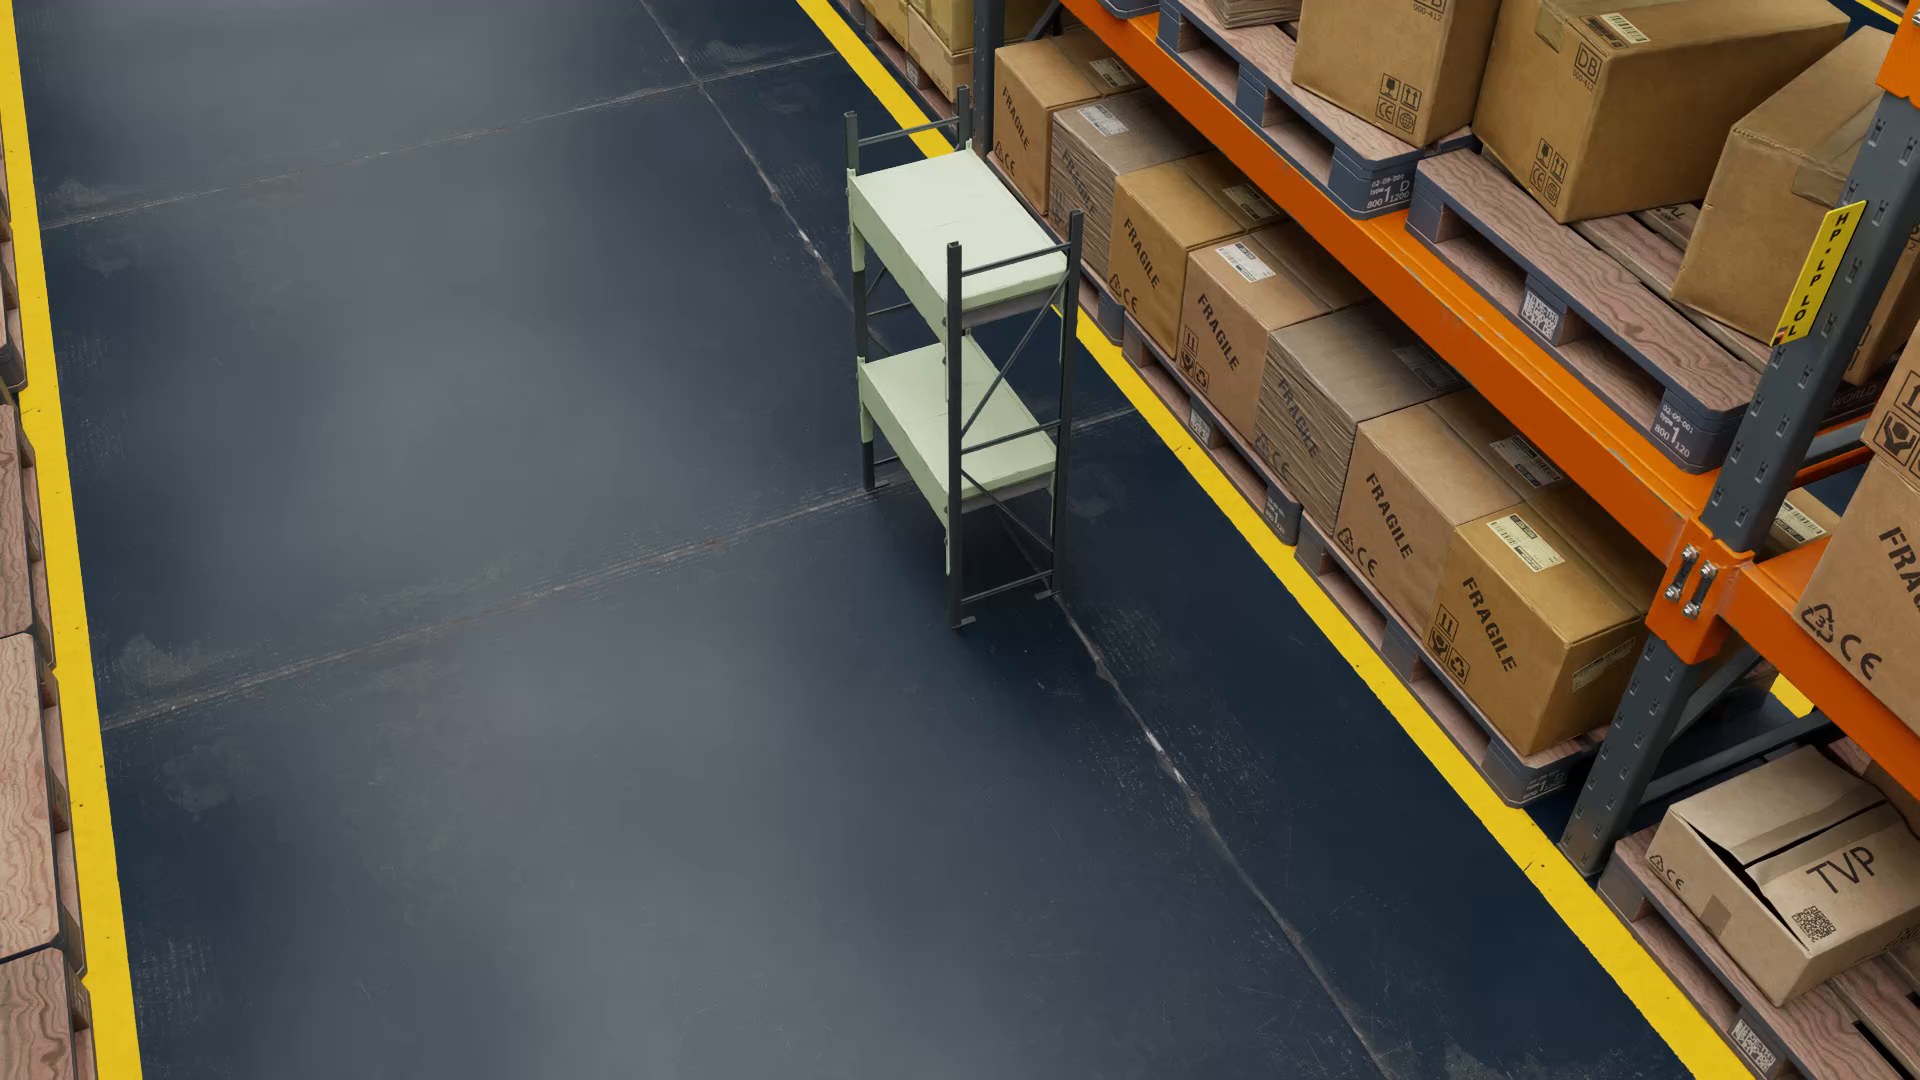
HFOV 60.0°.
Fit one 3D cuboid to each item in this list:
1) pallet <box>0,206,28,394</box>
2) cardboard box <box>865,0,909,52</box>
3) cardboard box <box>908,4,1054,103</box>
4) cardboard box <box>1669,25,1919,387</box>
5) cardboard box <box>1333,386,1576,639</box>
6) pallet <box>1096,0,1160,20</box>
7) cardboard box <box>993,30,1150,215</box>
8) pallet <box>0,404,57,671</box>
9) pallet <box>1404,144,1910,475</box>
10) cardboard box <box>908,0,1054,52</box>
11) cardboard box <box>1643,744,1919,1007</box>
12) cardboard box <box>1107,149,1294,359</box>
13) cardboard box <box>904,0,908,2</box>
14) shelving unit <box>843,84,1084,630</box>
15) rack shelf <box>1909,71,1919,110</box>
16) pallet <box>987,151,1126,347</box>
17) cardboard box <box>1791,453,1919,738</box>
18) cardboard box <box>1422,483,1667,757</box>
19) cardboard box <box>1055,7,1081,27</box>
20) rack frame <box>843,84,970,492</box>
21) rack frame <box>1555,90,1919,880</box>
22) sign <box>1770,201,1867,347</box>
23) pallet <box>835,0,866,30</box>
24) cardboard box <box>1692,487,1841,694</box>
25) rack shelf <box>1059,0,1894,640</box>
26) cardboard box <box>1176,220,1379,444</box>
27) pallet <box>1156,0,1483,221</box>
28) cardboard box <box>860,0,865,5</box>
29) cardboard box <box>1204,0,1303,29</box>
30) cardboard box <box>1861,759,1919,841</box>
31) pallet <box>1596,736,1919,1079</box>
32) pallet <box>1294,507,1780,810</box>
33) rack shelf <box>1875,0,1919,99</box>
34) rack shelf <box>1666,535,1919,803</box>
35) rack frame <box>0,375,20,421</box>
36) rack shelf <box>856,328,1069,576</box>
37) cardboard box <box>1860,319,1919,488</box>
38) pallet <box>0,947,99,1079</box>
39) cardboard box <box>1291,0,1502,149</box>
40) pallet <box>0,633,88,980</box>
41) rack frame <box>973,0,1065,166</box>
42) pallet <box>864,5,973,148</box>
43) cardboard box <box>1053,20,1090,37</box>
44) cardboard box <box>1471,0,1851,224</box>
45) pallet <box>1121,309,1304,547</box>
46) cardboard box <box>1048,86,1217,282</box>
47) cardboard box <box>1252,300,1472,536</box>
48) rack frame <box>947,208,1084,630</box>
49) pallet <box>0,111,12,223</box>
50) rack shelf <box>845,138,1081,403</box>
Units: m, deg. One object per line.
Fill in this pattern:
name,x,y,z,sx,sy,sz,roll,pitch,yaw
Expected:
pallet,-4.253,-0.883,6.495,1.003,0.211,1.213,-18,47,-17
cardboard box,-0.129,-2.592,7.900,0.500,0.250,0.500,-19,48,-18
cardboard box,0.091,-2.265,7.568,0.500,0.250,0.500,-17,47,-16
cardboard box,2.219,-0.835,4.090,0.700,0.500,0.500,-34,54,-30
cardboard box,1.547,-0.096,5.178,0.500,0.500,0.500,-18,47,-17
pallet,0.882,-2.351,6.134,1.213,0.211,1.003,-18,47,-17
cardboard box,0.465,-1.723,6.827,0.500,0.500,0.500,-16,47,-16
pallet,-3.593,0.112,5.486,1.003,0.211,1.213,-18,47,-17
pallet,1.978,-0.755,4.516,1.003,0.211,1.213,-18,47,-17
cardboard box,0.090,-2.462,7.369,0.500,0.311,0.500,-17,47,-16
cardboard box,2.195,0.850,4.354,0.500,0.311,0.500,-18,47,-17
cardboard box,0.897,-1.070,6.165,0.500,0.500,0.500,-19,48,-18
cardboard box,-0.135,-2.792,7.703,0.500,0.311,0.500,-19,48,-18
shelving unit,-0.003,-0.538,5.228,0.431,1.500,0.755,-18,47,-17
rack shelf,3.056,0.181,1.807,1.077,0.370,4.000,-18,47,-17
pallet,0.813,-1.351,6.969,1.003,0.211,1.213,-18,47,-17
cardboard box,2.182,0.088,3.454,0.500,0.500,0.500,-17,47,-16
cardboard box,1.748,0.222,4.856,0.500,0.500,0.500,-18,47,-18
cardboard box,0.579,-2.622,7.531,0.500,0.311,0.500,-17,47,-16
rack frame,-0.157,-0.771,5.464,0.400,1.500,0.023,-18,47,-17
rack frame,2.215,-0.282,3.900,1.000,3.000,0.127,-18,47,-17
sign,1.713,-0.528,3.325,0.100,0.325,0.005,-18,47,-17
pallet,-0.287,-3.151,8.793,1.003,0.211,1.213,-18,47,-17
cardboard box,2.233,0.071,5.009,0.500,0.500,0.500,-20,48,-19
rack shelf,1.374,-1.300,5.444,1.077,0.370,4.000,-18,47,-17
cardboard box,1.121,-0.739,5.830,0.500,0.500,0.500,-20,48,-19
pallet,1.355,-1.525,5.296,1.003,0.211,1.213,-18,47,-17
cardboard box,-0.338,-2.914,8.226,0.500,0.250,0.500,-17,47,-17
cardboard box,1.112,-2.009,5.280,0.700,0.500,0.500,-10,45,-10
cardboard box,2.712,0.731,4.340,0.500,0.500,0.500,-18,47,-17
pallet,2.503,1.149,4.436,1.003,0.211,1.213,-18,47,-17
pallet,1.839,0.204,5.393,1.003,0.211,1.213,-18,47,-17
rack shelf,1.374,-2.368,4.391,1.077,0.370,4.000,-18,47,-17
rack shelf,3.056,1.249,2.861,1.077,0.370,4.000,-18,47,-17
rack frame,-3.963,-1.370,5.003,1.000,3.000,0.127,-18,47,-17
rack shelf,-0.003,-0.306,5.457,0.431,0.370,0.720,-18,47,-17
cardboard box,2.158,-0.290,3.125,0.500,0.500,0.500,-17,47,-16
pallet,-2.567,1.667,3.910,1.003,0.211,1.213,-18,47,-17
cardboard box,1.416,-1.575,4.840,0.700,0.500,0.500,-30,52,-27
pallet,-3.084,0.889,4.699,1.003,0.211,1.213,-18,47,-17
rack frame,0.533,-2.831,6.483,1.000,3.000,0.127,-18,47,-17
pallet,0.222,-2.374,8.006,1.003,0.211,1.213,-18,47,-17
cardboard box,0.579,-2.422,7.728,0.500,0.250,0.500,-18,47,-18
cardboard box,1.872,-1.254,4.515,0.700,0.500,0.500,-11,46,-11
pallet,1.322,-0.575,6.182,1.003,0.211,1.213,-18,47,-17
cardboard box,0.691,-1.391,6.491,0.500,0.500,0.500,-20,48,-19
cardboard box,1.337,-0.416,5.502,0.500,0.500,0.500,-17,47,-17
rack frame,0.151,-0.305,4.991,0.400,1.500,0.023,-18,47,-17
pallet,-4.762,-1.659,7.281,1.003,0.211,1.213,-18,47,-17
rack shelf,-0.003,-0.816,4.953,0.431,0.370,0.720,-18,47,-17
